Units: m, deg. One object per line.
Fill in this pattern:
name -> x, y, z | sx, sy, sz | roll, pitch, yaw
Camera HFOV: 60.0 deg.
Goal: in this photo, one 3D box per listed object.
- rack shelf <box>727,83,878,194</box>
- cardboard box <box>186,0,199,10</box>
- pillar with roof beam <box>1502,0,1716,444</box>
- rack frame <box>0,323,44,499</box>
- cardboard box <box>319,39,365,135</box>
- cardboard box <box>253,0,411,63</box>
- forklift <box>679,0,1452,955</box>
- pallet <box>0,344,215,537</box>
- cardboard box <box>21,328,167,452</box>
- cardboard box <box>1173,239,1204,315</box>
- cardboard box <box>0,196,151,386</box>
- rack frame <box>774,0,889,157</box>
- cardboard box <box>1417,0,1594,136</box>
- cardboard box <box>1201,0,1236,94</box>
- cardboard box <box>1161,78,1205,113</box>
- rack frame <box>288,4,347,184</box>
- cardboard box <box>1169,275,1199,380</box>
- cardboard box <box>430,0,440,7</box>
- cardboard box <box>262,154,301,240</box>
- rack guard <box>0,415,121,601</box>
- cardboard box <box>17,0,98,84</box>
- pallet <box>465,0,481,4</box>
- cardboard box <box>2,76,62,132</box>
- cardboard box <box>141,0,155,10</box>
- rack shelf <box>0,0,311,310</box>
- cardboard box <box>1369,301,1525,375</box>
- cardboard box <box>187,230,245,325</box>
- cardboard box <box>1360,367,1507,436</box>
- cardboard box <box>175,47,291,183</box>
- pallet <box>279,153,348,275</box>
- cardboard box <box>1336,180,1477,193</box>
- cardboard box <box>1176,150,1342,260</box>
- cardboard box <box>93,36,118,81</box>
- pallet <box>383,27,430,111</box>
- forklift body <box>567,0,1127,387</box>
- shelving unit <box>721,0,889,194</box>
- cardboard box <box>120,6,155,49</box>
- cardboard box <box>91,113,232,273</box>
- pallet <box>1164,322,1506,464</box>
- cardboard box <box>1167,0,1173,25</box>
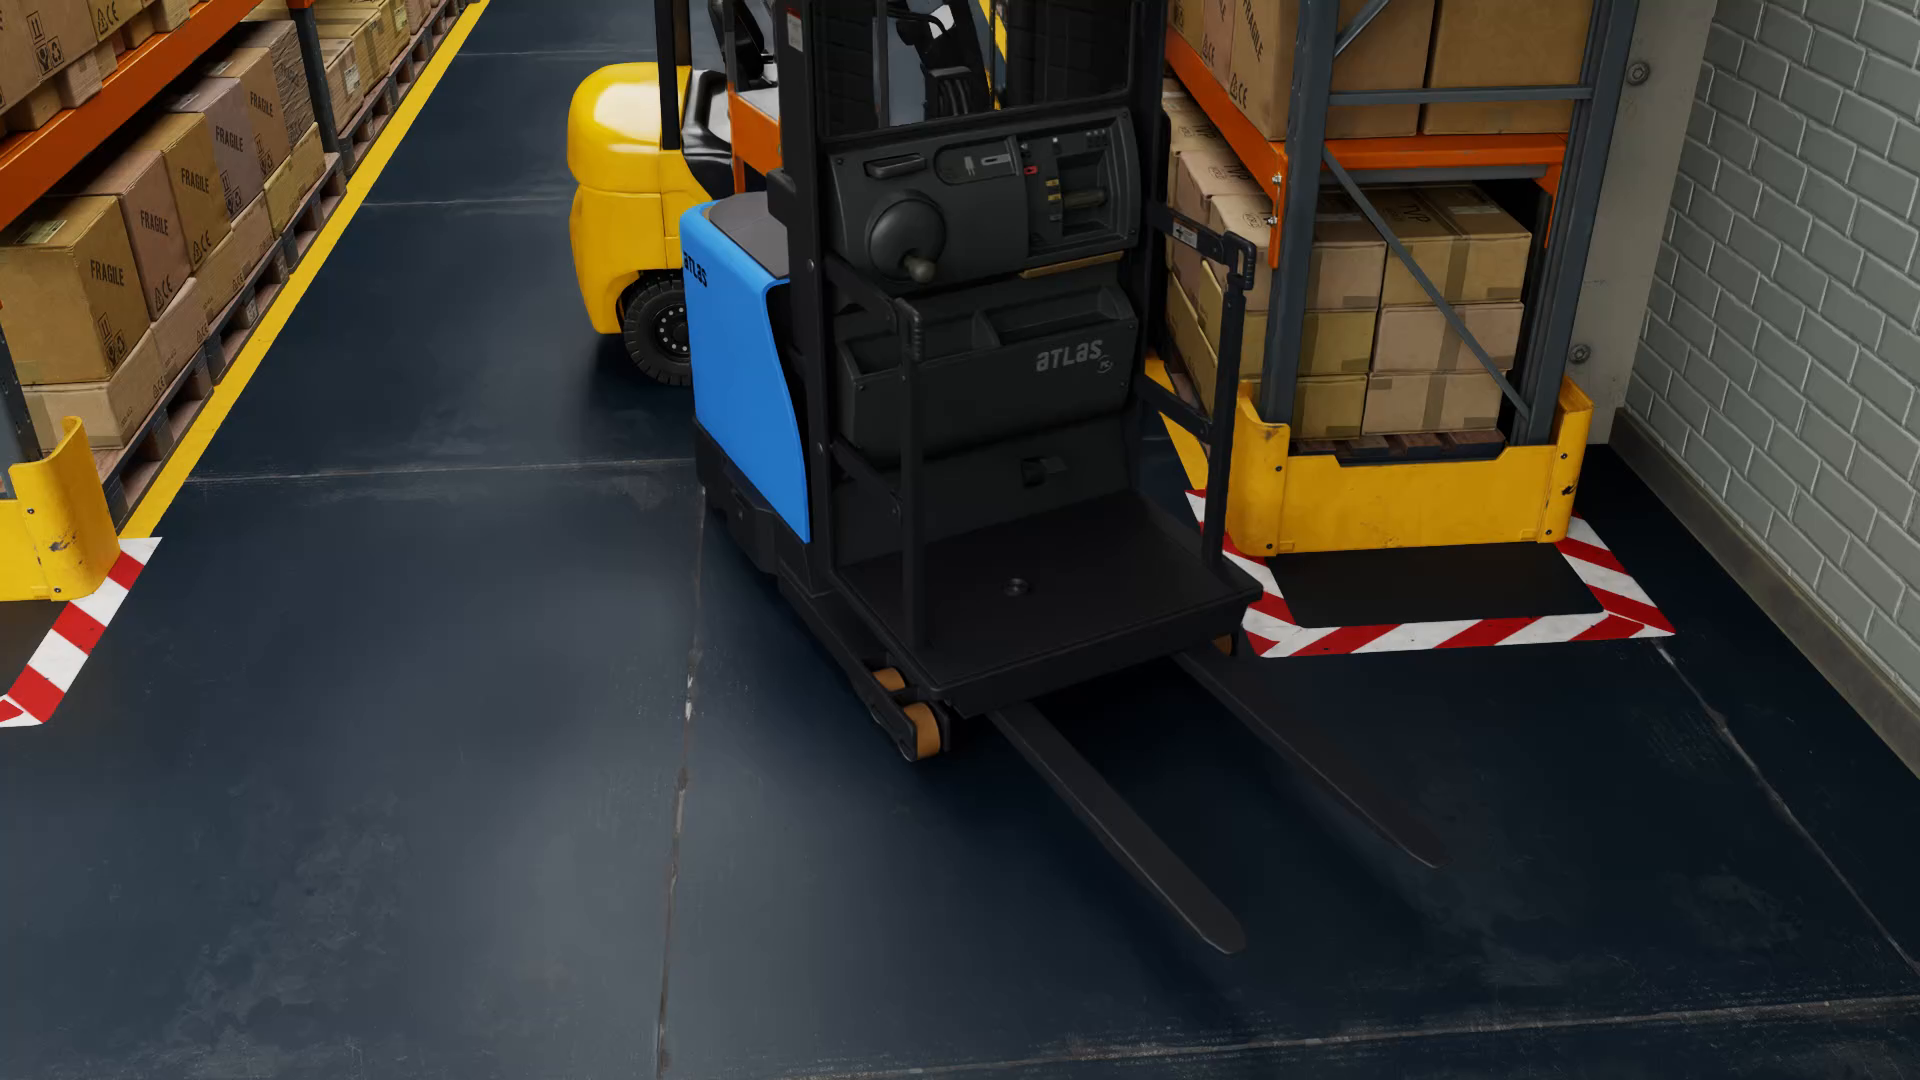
rack shelf -> -0.542, -1.360, 6.006 | 0.431, 0.518, 0.480 | -15, 34, -24
cardboard box -> -3.374, -2.250, 6.838 | 0.380, 0.149, 0.250 | -3, 31, -5
pillar with roof beam -> -1.938, -4.124, 3.879 | 9.100, 9.000, 0.400 | -3, 31, -5
rack frame -> -3.426, -1.116, 4.694 | 1.000, 3.000, 0.127 | -3, 31, -5
cardboard box -> -3.851, -2.478, 9.127 | 0.950, 0.372, 0.625 | -2, 31, -4
cardboard box -> -3.988, -3.200, 10.335 | 0.950, 0.372, 0.625 | -2, 31, -3
forklift -> 0.188, -0.897, 4.394 | 1.130, 2.935, 3.031 | -15, 34, -24
pallet -> -3.474, -0.374, 6.171 | 1.003, 0.211, 1.213 | -3, 31, -5
cardboard box -> -3.226, -0.541, 6.003 | 0.500, 0.250, 0.500 | -3, 31, -5
cardboard box -> 1.123, -1.060, 6.385 | 0.500, 0.250, 0.500 | -3, 31, -5
cardboard box -> -3.229, -0.875, 5.831 | 0.500, 0.500, 0.500 | -4, 31, -6
rack frame -> -0.428, -1.261, 5.814 | 0.400, 2.100, 0.015 | -15, 34, -24
cardboard box -> 1.746, -1.665, 5.515 | 0.500, 0.500, 0.500 | -2, 31, -3
cardboard box -> 1.169, -1.903, 5.913 | 0.500, 0.500, 0.500 | -2, 31, -3
cardboard box -> 1.012, -1.782, 7.105 | 0.500, 0.250, 0.500 | -3, 31, -6
rack frame -> -3.800, -3.158, 8.113 | 1.000, 3.000, 0.127 | -3, 31, -5
cardboard box -> 1.120, -0.835, 6.494 | 0.500, 0.250, 0.500 | -3, 31, -5
cardboard box -> -4.131, -3.964, 11.614 | 0.950, 0.372, 0.625 | -5, 31, -8
cardboard box -> -3.417, -1.598, 7.772 | 0.500, 0.250, 0.500 | -4, 31, -6
rack guard -> -3.433, -0.082, 5.400 | 1.175, 0.500, 0.348 | -3, 31, -5
cardboard box -> -3.246, -1.806, 5.461 | 0.500, 0.500, 0.500 | -2, 31, -3
pallet -> -4.172, -4.410, 12.927 | 1.003, 0.211, 1.213 | -3, 31, -5
cardboard box -> -3.233, -1.459, 5.513 | 0.380, 0.149, 0.250 | -4, 31, -6
cardboard box -> -3.350, -2.326, 6.331 | 0.500, 0.500, 0.500 | -3, 31, -6
rack shelf -> -3.613, -1.828, 6.588 | 1.077, 0.370, 4.000 | -3, 31, -5
cardboard box -> 1.679, -0.820, 5.983 | 0.500, 0.250, 0.500 | -2, 31, -4
cardboard box -> -3.330, -1.080, 6.905 | 0.500, 0.250, 0.500 | -1, 31, -1
cardboard box -> 1.665, -0.616, 6.128 | 0.500, 0.250, 0.500 | -3, 31, -4
cardboard box -> -3.428, -1.931, 7.599 | 0.500, 0.500, 0.500 | -2, 31, -4
pallet -> -3.702, -1.620, 8.256 | 1.003, 0.211, 1.213 | -3, 31, -5
cardboard box -> 1.609, -1.294, 6.289 | 0.500, 0.250, 0.500 | -3, 31, -5
cardboard box -> 1.109, -1.266, 6.241 | 0.500, 0.250, 0.500 | -2, 31, -4
cardboard box -> -3.269, -1.722, 5.952 | 0.380, 0.149, 0.250 | -2, 31, -3
pallet -> -3.991, -2.983, 10.538 | 1.003, 0.211, 1.213 | -3, 31, -5
forklift body -> -0.478, -1.872, 6.787 | 2.313, 2.155, 1.214 | -3, 31, -5
shelving unit -> -0.542, -1.372, 5.999 | 0.431, 2.100, 0.503 | -15, 34, -24
cardboard box -> -3.349, -1.990, 6.401 | 0.380, 0.149, 0.250 | -4, 31, -6
cardboard box -> -3.321, -1.398, 6.707 | 0.500, 0.500, 0.500 | -2, 31, -4
pallet -> 1.403, -0.547, 6.460 | 1.003, 0.211, 1.213 | -3, 31, -5
cardboard box -> 1.063, -2.421, 6.780 | 0.500, 0.500, 0.500 | -3, 31, -4
